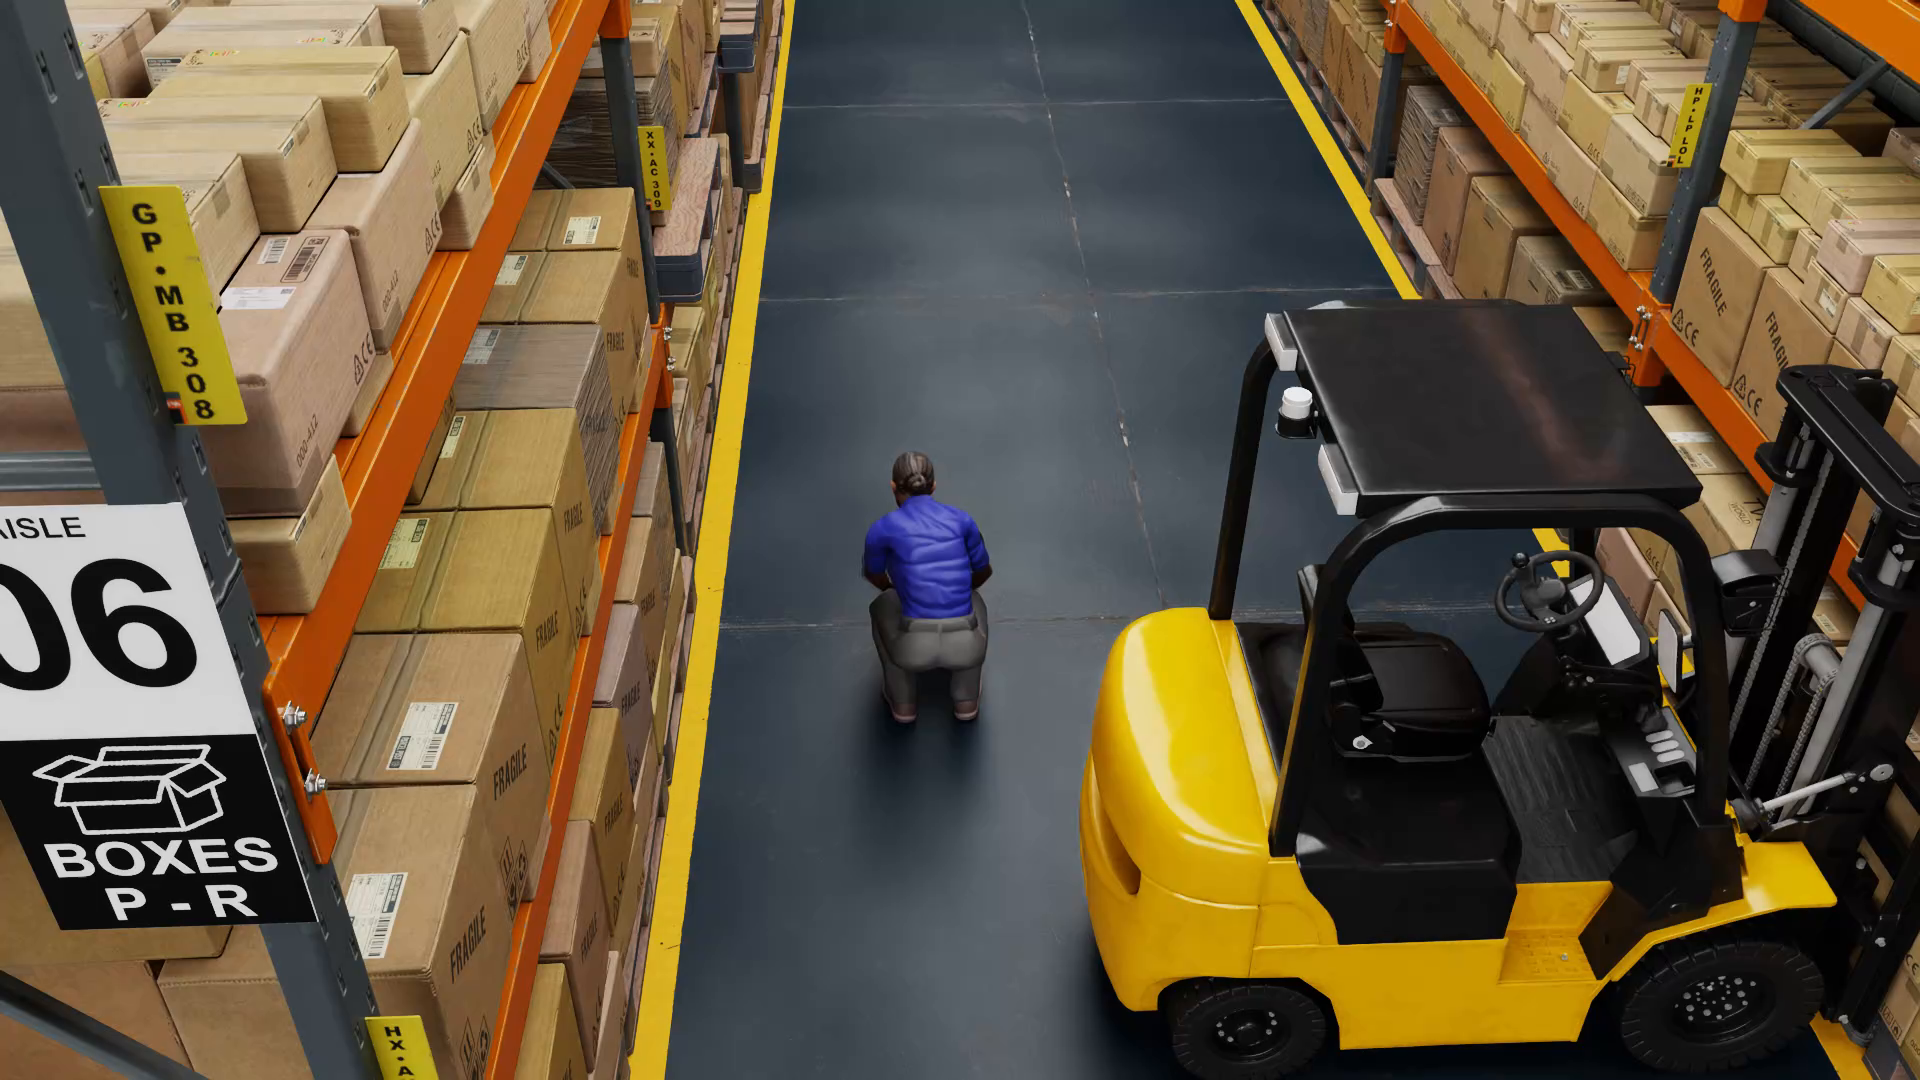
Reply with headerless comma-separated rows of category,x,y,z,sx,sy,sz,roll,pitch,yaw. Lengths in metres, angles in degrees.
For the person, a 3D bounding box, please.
person,-0.114,0.193,6.504,0.511,0.952,0.759,-3,36,-4
